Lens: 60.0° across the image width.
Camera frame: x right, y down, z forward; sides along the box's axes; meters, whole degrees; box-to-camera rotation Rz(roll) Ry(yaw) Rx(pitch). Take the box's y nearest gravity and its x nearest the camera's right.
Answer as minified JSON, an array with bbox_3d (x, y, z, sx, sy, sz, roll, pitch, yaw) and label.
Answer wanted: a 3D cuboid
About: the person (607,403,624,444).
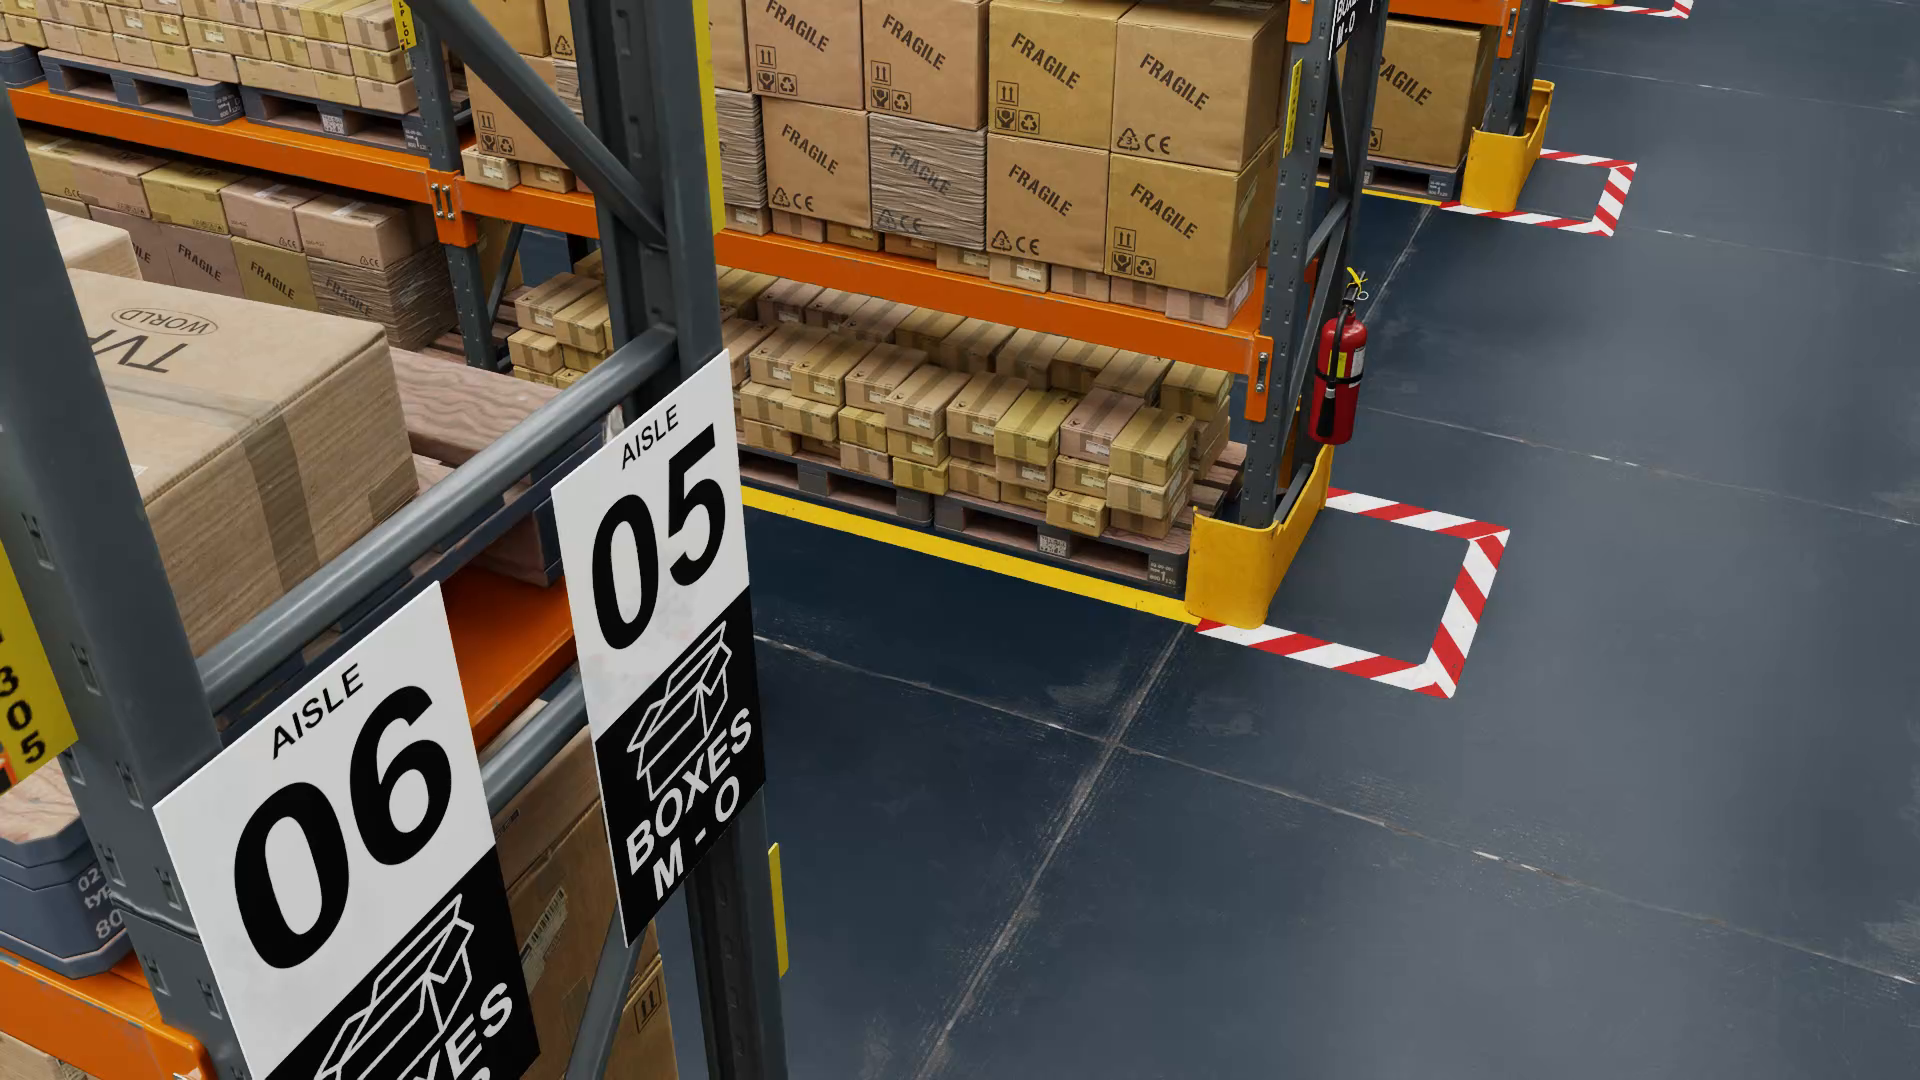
[{"bbox_3d":[-1.101,0.002,6.188,0.372,1.560,0.524,14,37,19],"label":"person"}]
